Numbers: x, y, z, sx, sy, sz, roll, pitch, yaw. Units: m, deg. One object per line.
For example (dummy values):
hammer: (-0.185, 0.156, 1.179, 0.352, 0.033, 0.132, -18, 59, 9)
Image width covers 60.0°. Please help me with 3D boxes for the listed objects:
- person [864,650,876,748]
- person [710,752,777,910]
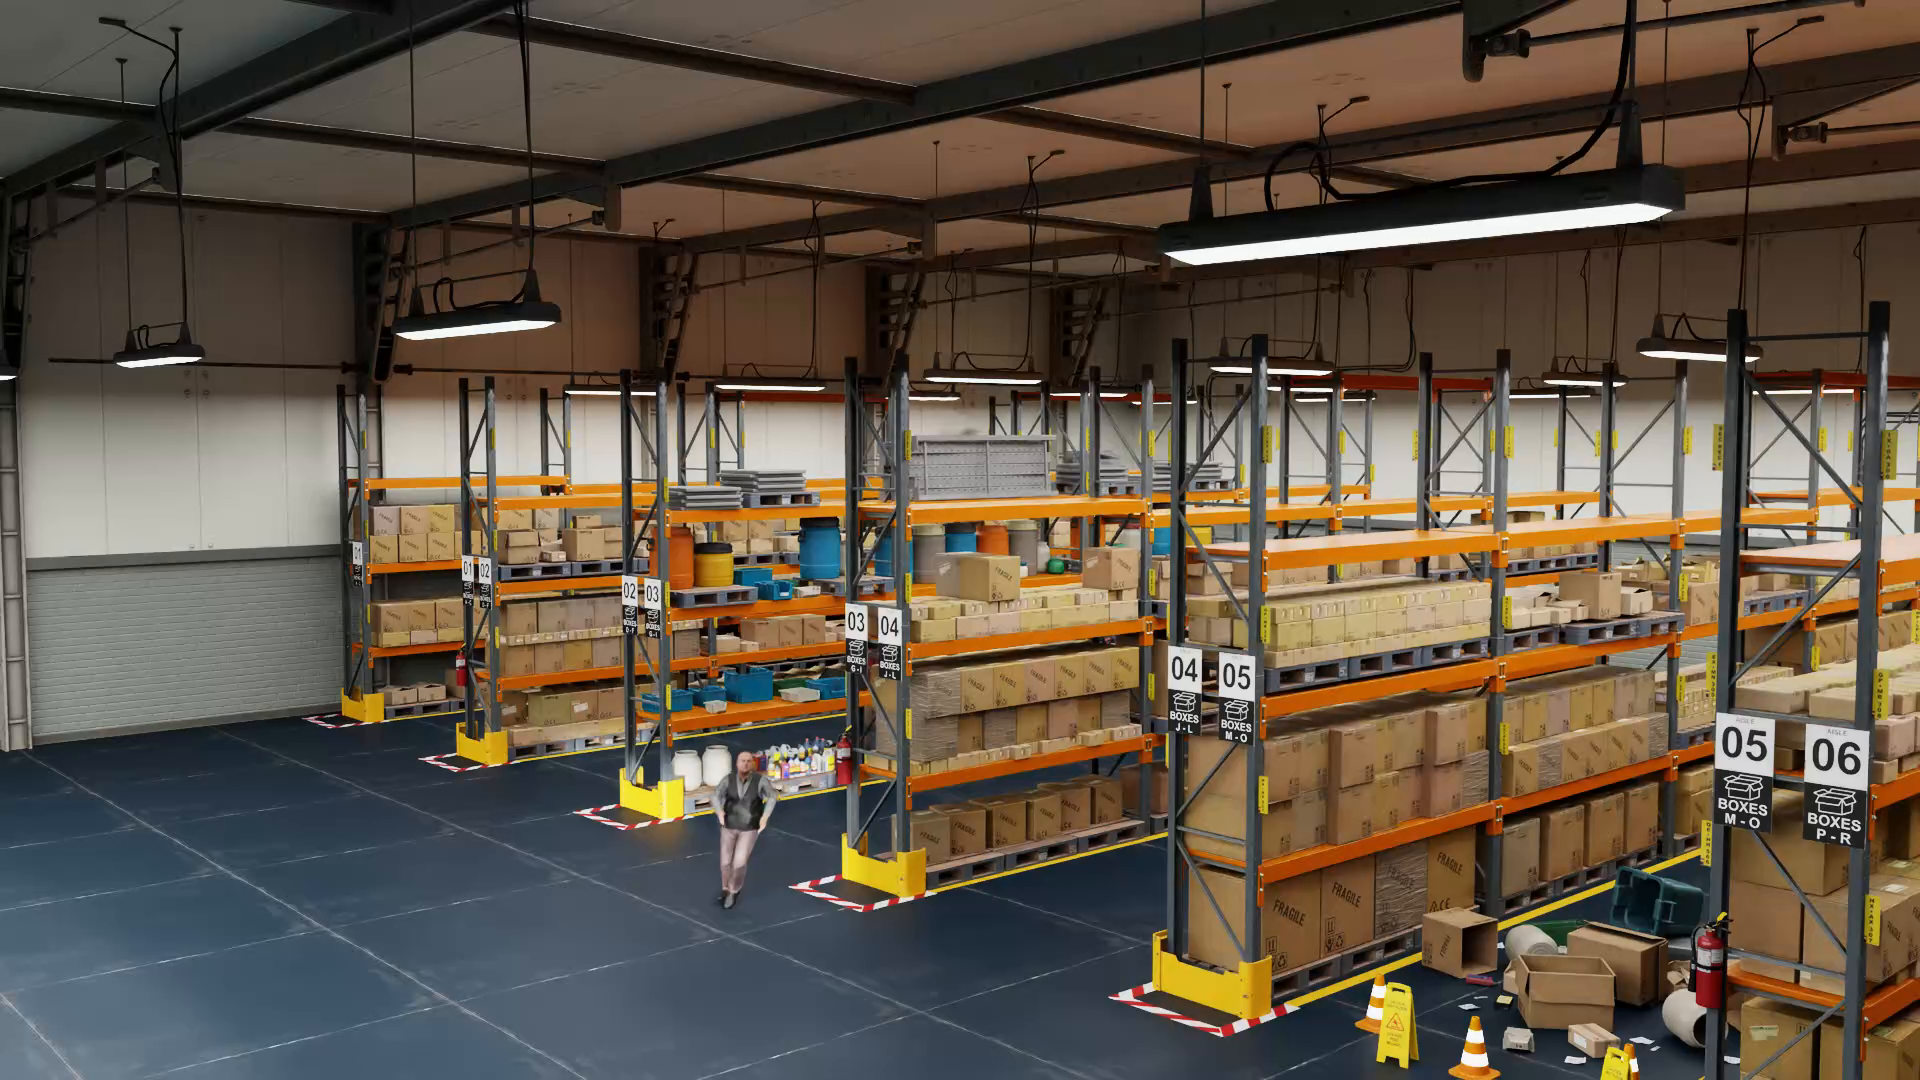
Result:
person: (-1.535, 2.556, 26.935, 0.622, 1.674, 0.659, -4, 5, -43)
person: (-2.362, 3.138, 18.010, 0.700, 1.700, 0.651, 0, 4, 6)
